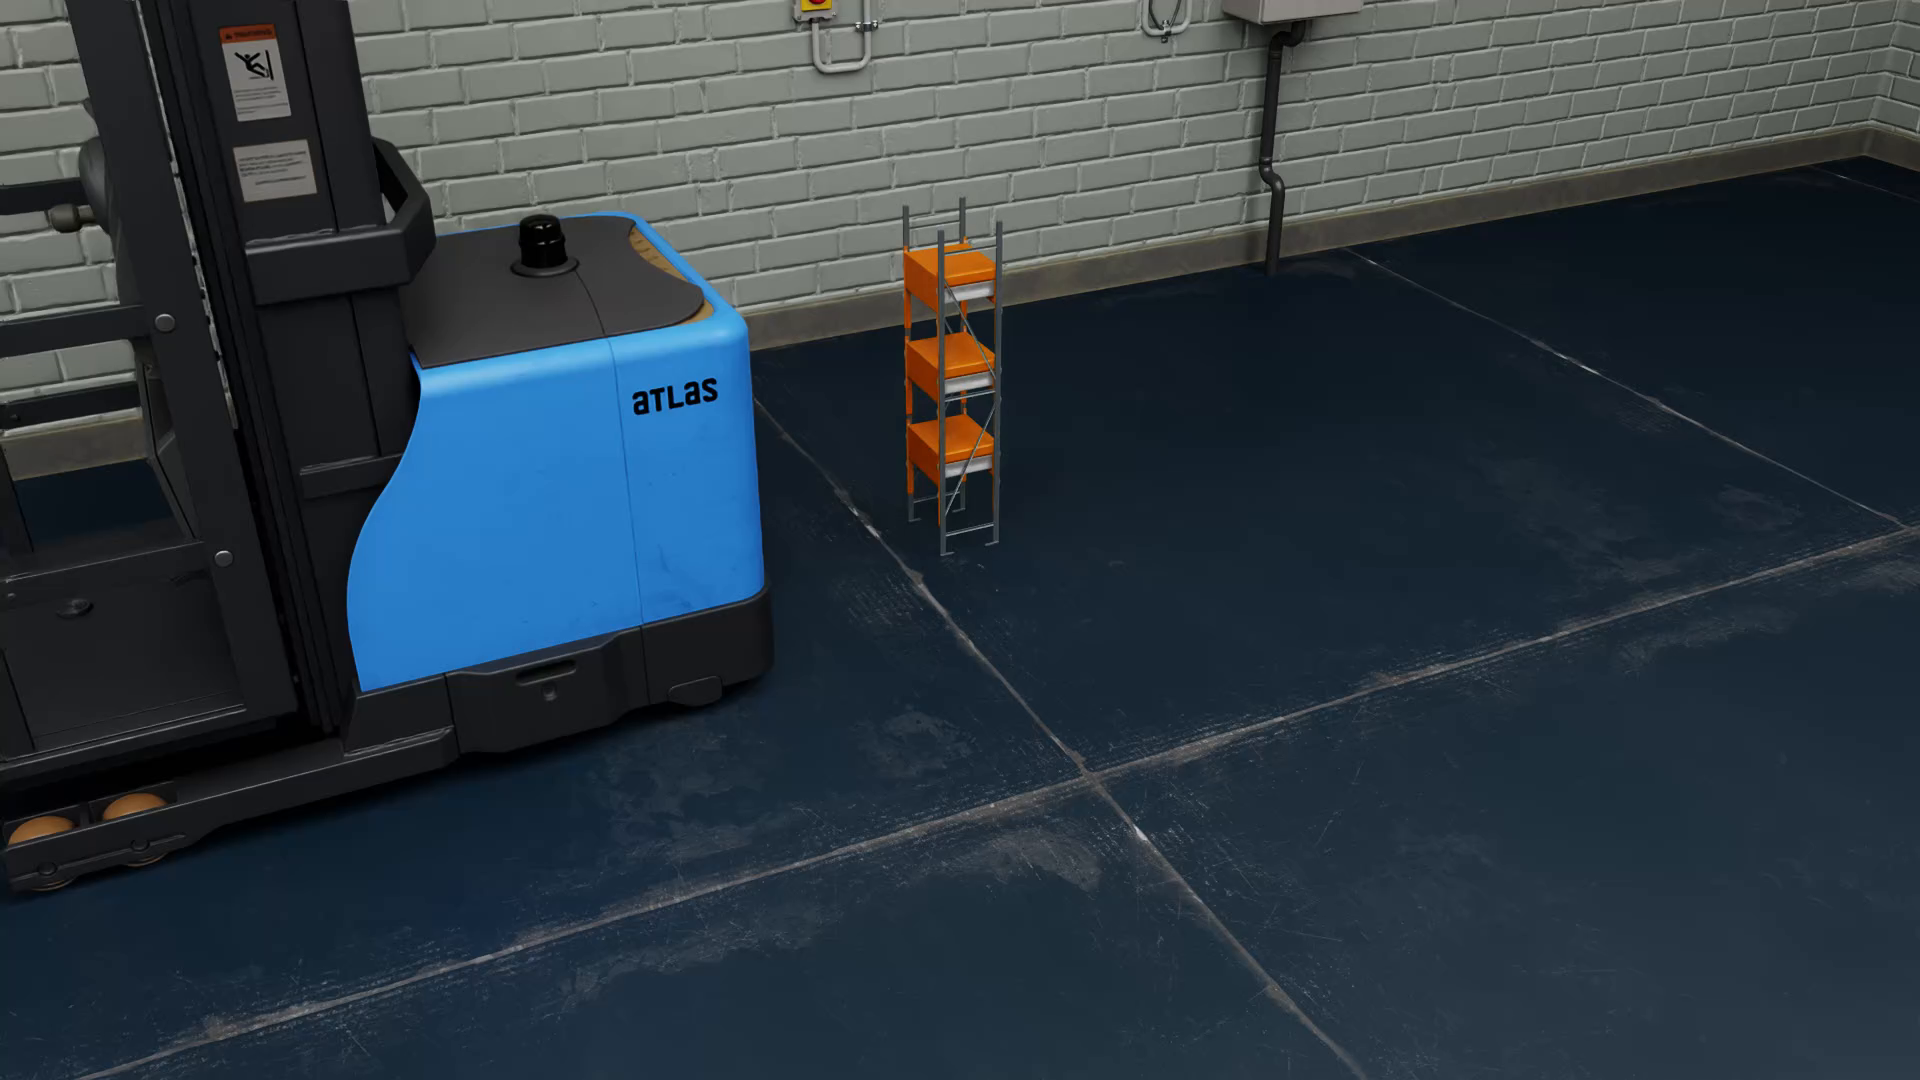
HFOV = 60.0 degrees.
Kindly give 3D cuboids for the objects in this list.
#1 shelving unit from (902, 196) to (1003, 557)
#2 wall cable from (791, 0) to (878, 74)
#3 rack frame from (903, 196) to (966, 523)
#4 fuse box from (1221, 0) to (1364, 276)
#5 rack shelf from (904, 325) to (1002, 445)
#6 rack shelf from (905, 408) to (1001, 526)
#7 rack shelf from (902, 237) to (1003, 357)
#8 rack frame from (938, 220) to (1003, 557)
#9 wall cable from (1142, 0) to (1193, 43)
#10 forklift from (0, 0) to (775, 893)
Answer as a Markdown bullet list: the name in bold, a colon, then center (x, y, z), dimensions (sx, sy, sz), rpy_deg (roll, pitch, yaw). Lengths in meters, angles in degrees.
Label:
- **shelving unit**: center (-0.023, -0.482, 5.035), dimensions (0.215, 1.050, 0.252), rpy_deg (-13, 32, -22)
- **wall cable**: center (-0.551, -2.558, 5.673), dimensions (0.585, 1.953, 0.123), rpy_deg (-13, 32, -22)
- **rack frame**: center (-0.075, -0.535, 5.132), dimensions (0.200, 1.050, 0.008), rpy_deg (-13, 32, -22)
- **fuse box**: center (1.409, -1.915, 6.916), dimensions (0.539, 1.711, 0.414), rpy_deg (-13, 32, -22)
- **rack shelf**: center (-0.023, -0.472, 5.041), dimensions (0.215, 0.259, 0.240), rpy_deg (-13, 32, -22)
- **rack shelf**: center (-0.023, -0.230, 5.177), dimensions (0.215, 0.259, 0.240), rpy_deg (-13, 32, -22)
- **rack shelf**: center (-0.023, -0.720, 4.902), dimensions (0.215, 0.259, 0.240), rpy_deg (-13, 32, -22)
- **rack frame**: center (0.029, -0.428, 4.939), dimensions (0.200, 1.050, 0.008), rpy_deg (-13, 32, -22)
- **wall cable**: center (0.725, -2.847, 6.221), dimensions (0.588, 1.984, 0.122), rpy_deg (-13, 32, -22)
- **forklift**: center (-2.058, -0.770, 3.627), dimensions (3.031, 2.935, 1.130), rpy_deg (-13, 32, -23)
